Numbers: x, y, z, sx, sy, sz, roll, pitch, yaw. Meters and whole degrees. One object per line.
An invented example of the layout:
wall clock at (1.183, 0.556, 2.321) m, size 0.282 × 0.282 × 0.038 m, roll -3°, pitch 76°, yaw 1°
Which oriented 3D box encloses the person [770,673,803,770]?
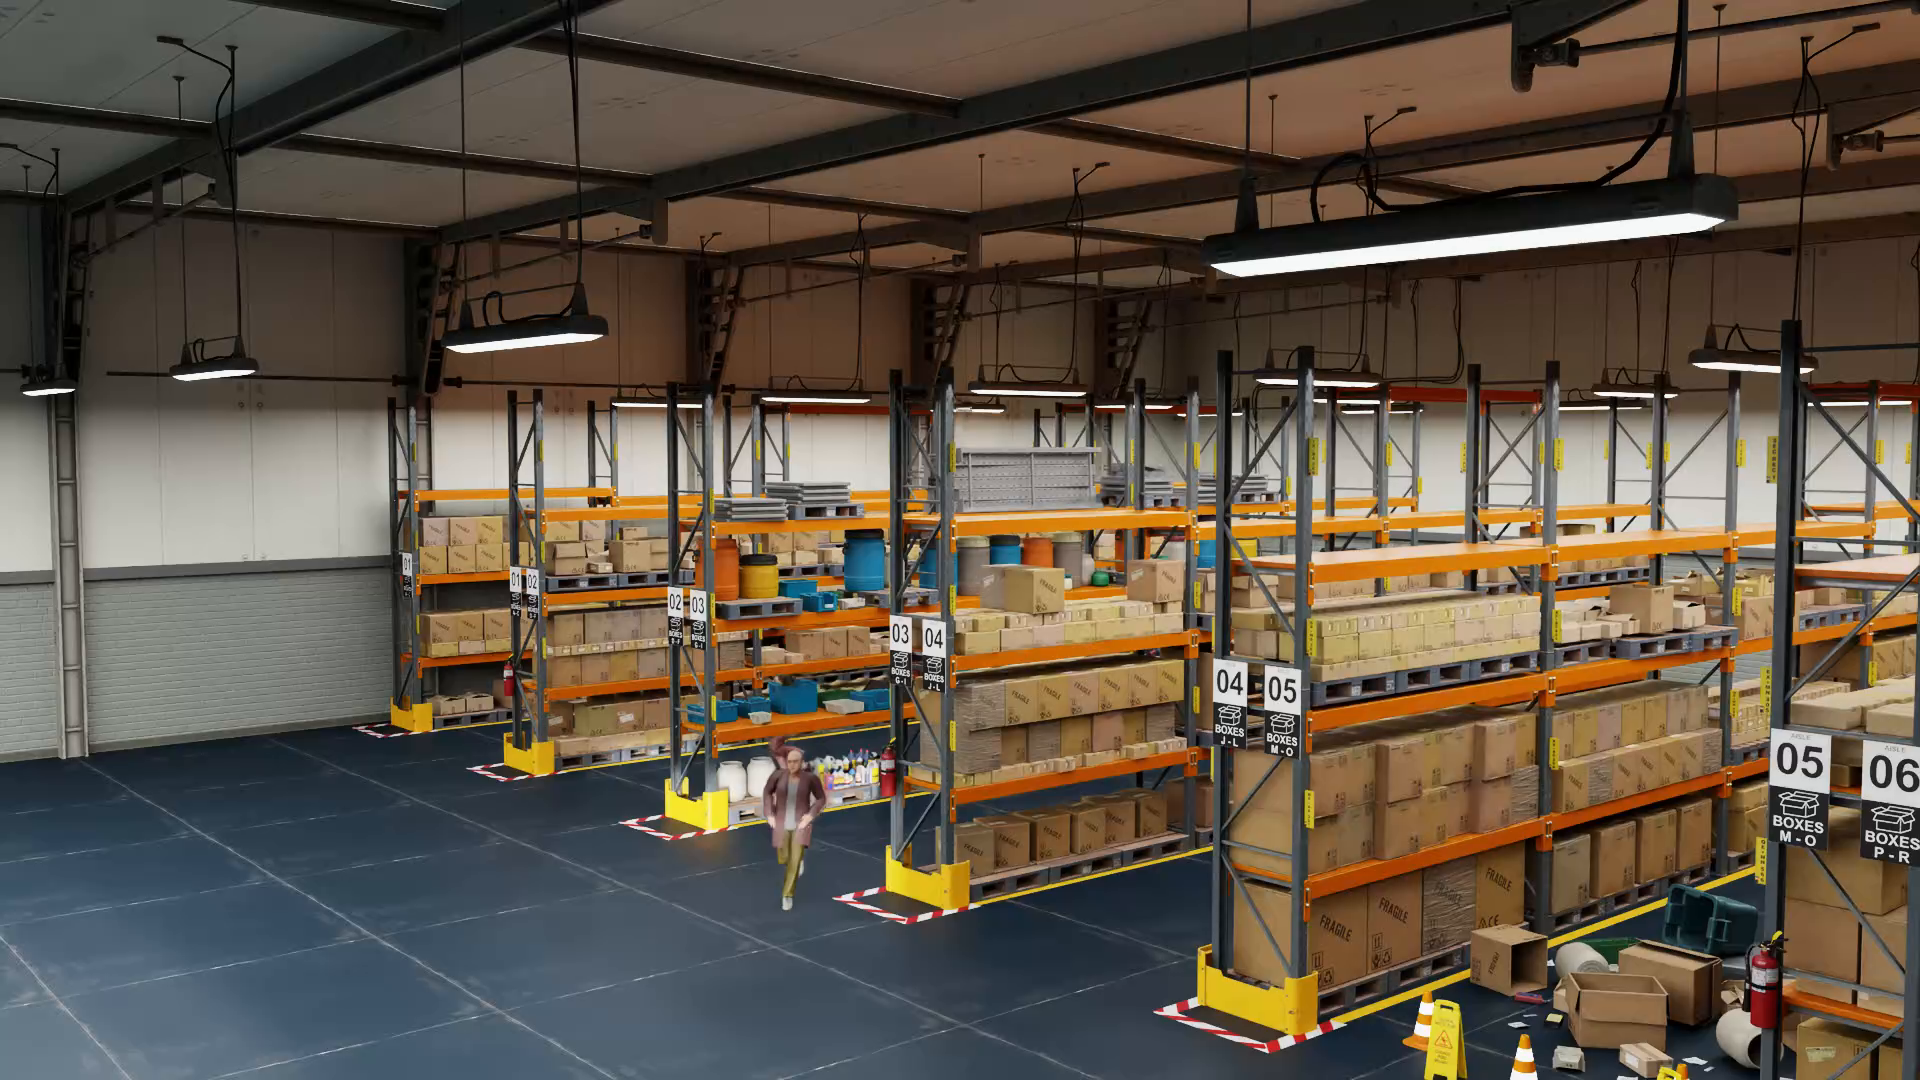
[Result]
person at (-2.735, 2.869, 25.573) m, size 0.562 × 1.637 × 0.600 m, roll -2°, pitch 4°, yaw -29°

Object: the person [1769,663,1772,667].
person at (12.960, 2.759, 26.384) m, size 0.532 × 1.732 × 0.672 m, roll -2°, pitch 4°, yaw -35°

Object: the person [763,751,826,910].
person at (-1.865, 3.225, 18.800) m, size 0.732 × 1.755 × 0.840 m, roll 0°, pitch 3°, yaw 8°
